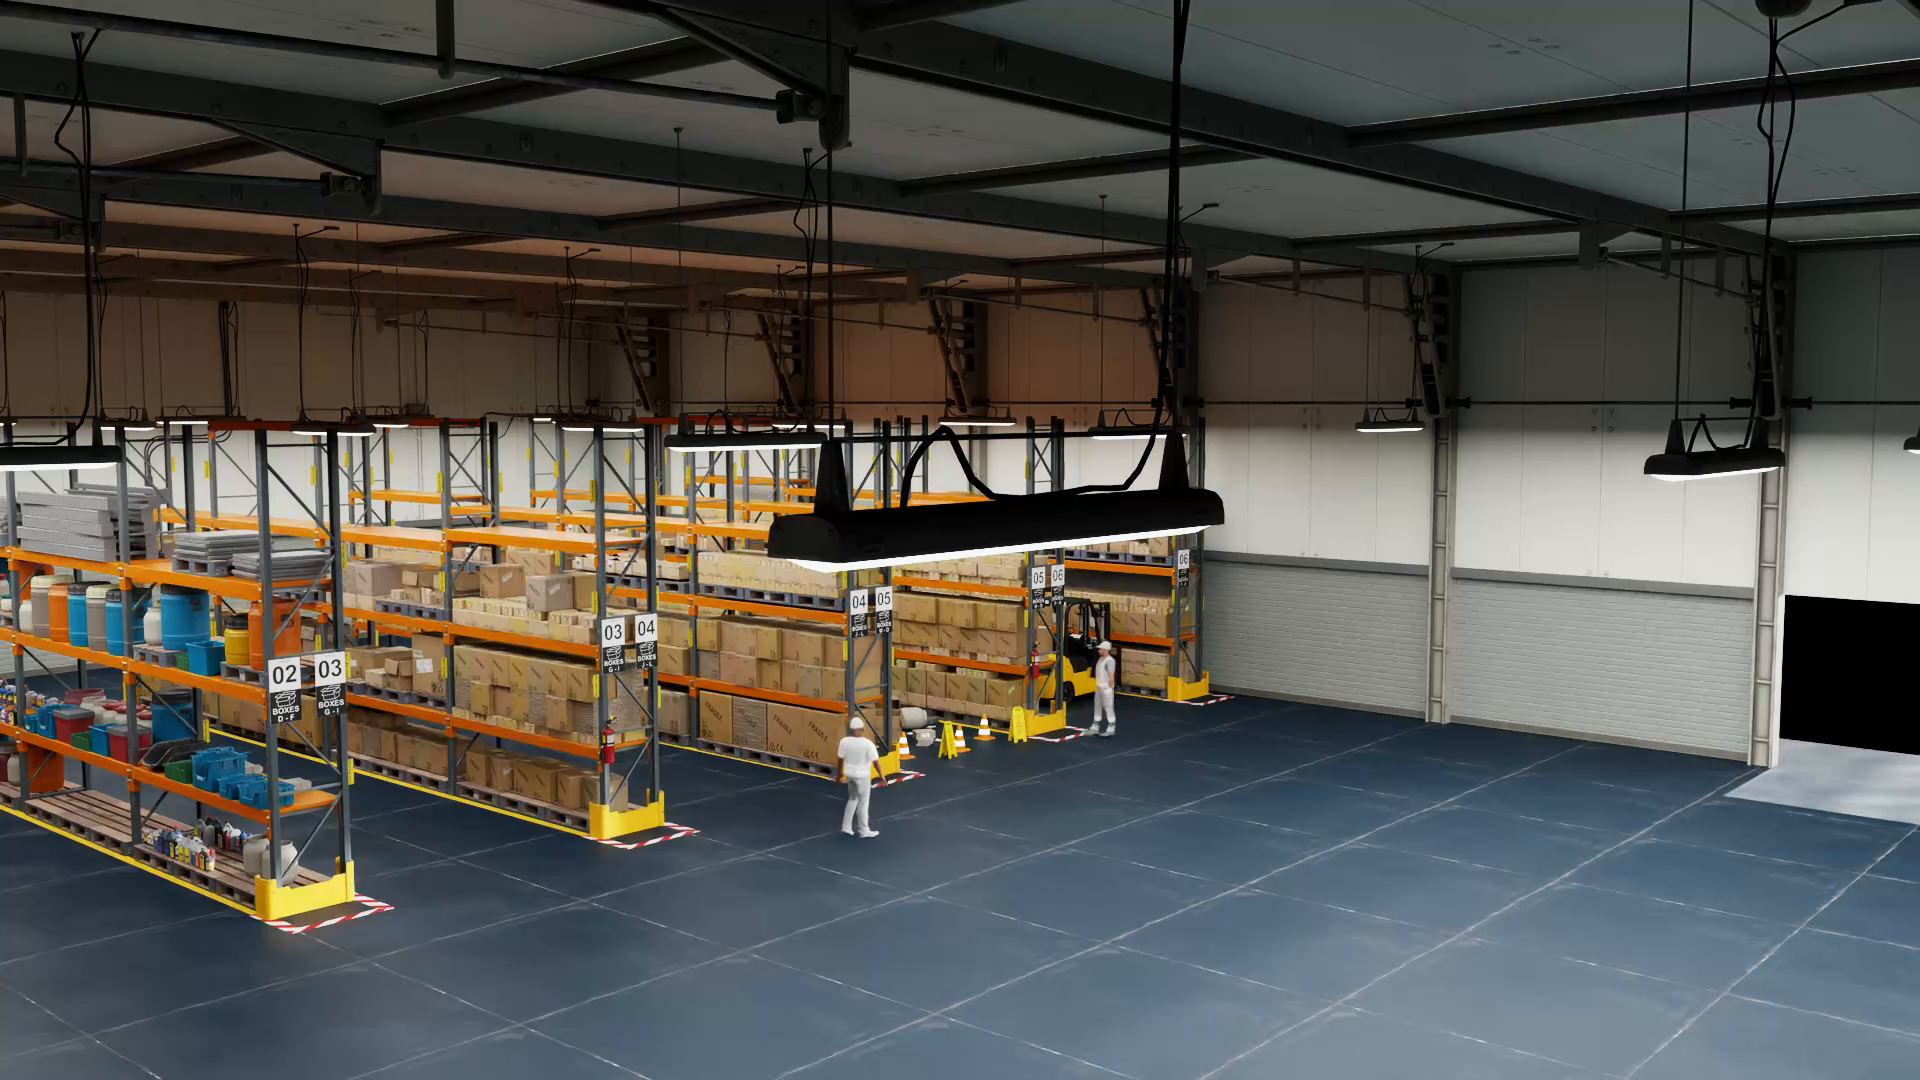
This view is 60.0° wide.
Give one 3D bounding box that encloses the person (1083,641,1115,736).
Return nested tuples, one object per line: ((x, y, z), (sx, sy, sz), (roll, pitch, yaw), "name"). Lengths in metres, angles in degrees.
((2.673, 2.816, 31.494), (0.499, 1.802, 0.618), (-2, 5, -25), "person")

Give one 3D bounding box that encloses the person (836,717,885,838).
((-1.463, 3.455, 24.199), (0.670, 1.801, 0.564), (4, 6, 40), "person")
